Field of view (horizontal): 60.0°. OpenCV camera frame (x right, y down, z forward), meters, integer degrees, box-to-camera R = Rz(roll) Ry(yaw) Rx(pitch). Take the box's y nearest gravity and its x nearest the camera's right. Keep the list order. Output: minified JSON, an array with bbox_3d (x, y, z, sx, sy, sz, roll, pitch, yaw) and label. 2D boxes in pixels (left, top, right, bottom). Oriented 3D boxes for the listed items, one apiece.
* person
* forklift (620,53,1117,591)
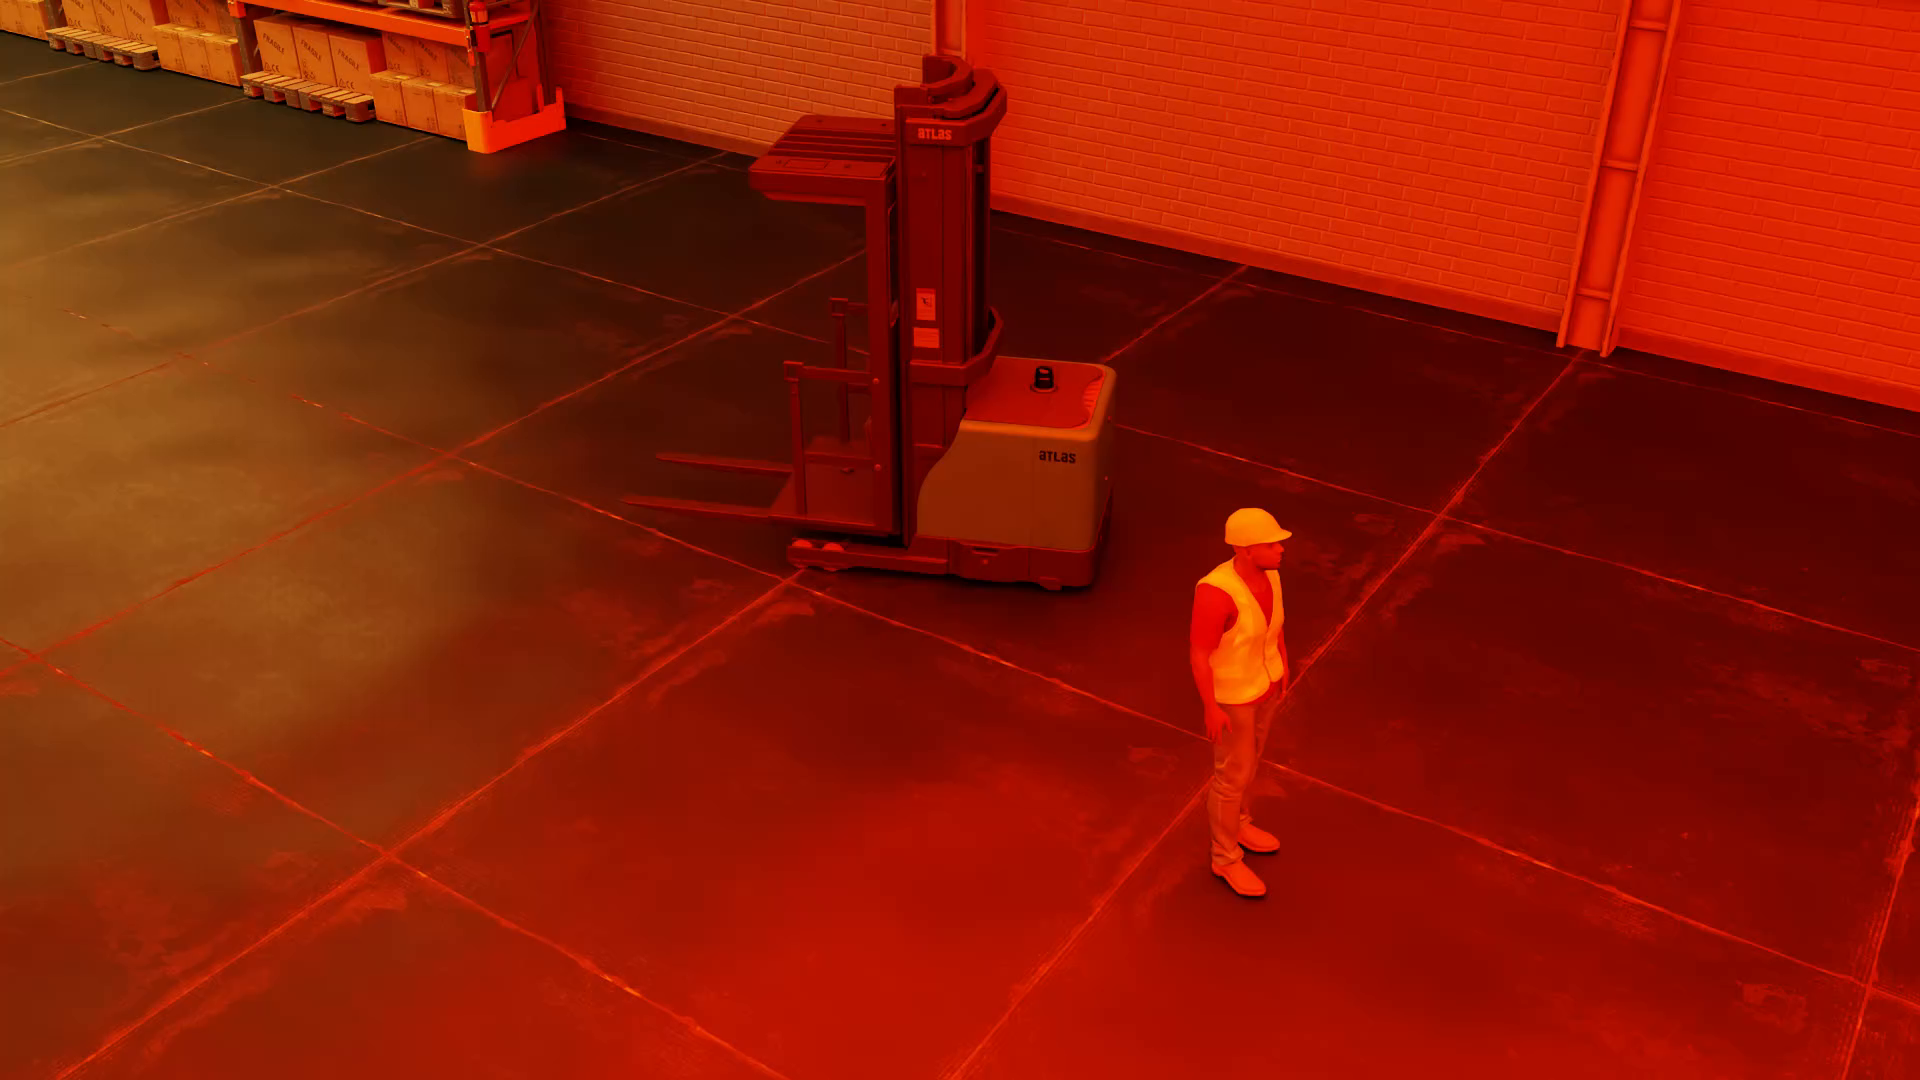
[{"bbox_3d":[1.344,0.691,7.536,0.577,1.766,0.666,23,37,34],"label":"person"},{"bbox_3d":[-0.596,-1.330,9.871,3.031,2.935,1.130,6,31,10],"label":"forklift"}]
